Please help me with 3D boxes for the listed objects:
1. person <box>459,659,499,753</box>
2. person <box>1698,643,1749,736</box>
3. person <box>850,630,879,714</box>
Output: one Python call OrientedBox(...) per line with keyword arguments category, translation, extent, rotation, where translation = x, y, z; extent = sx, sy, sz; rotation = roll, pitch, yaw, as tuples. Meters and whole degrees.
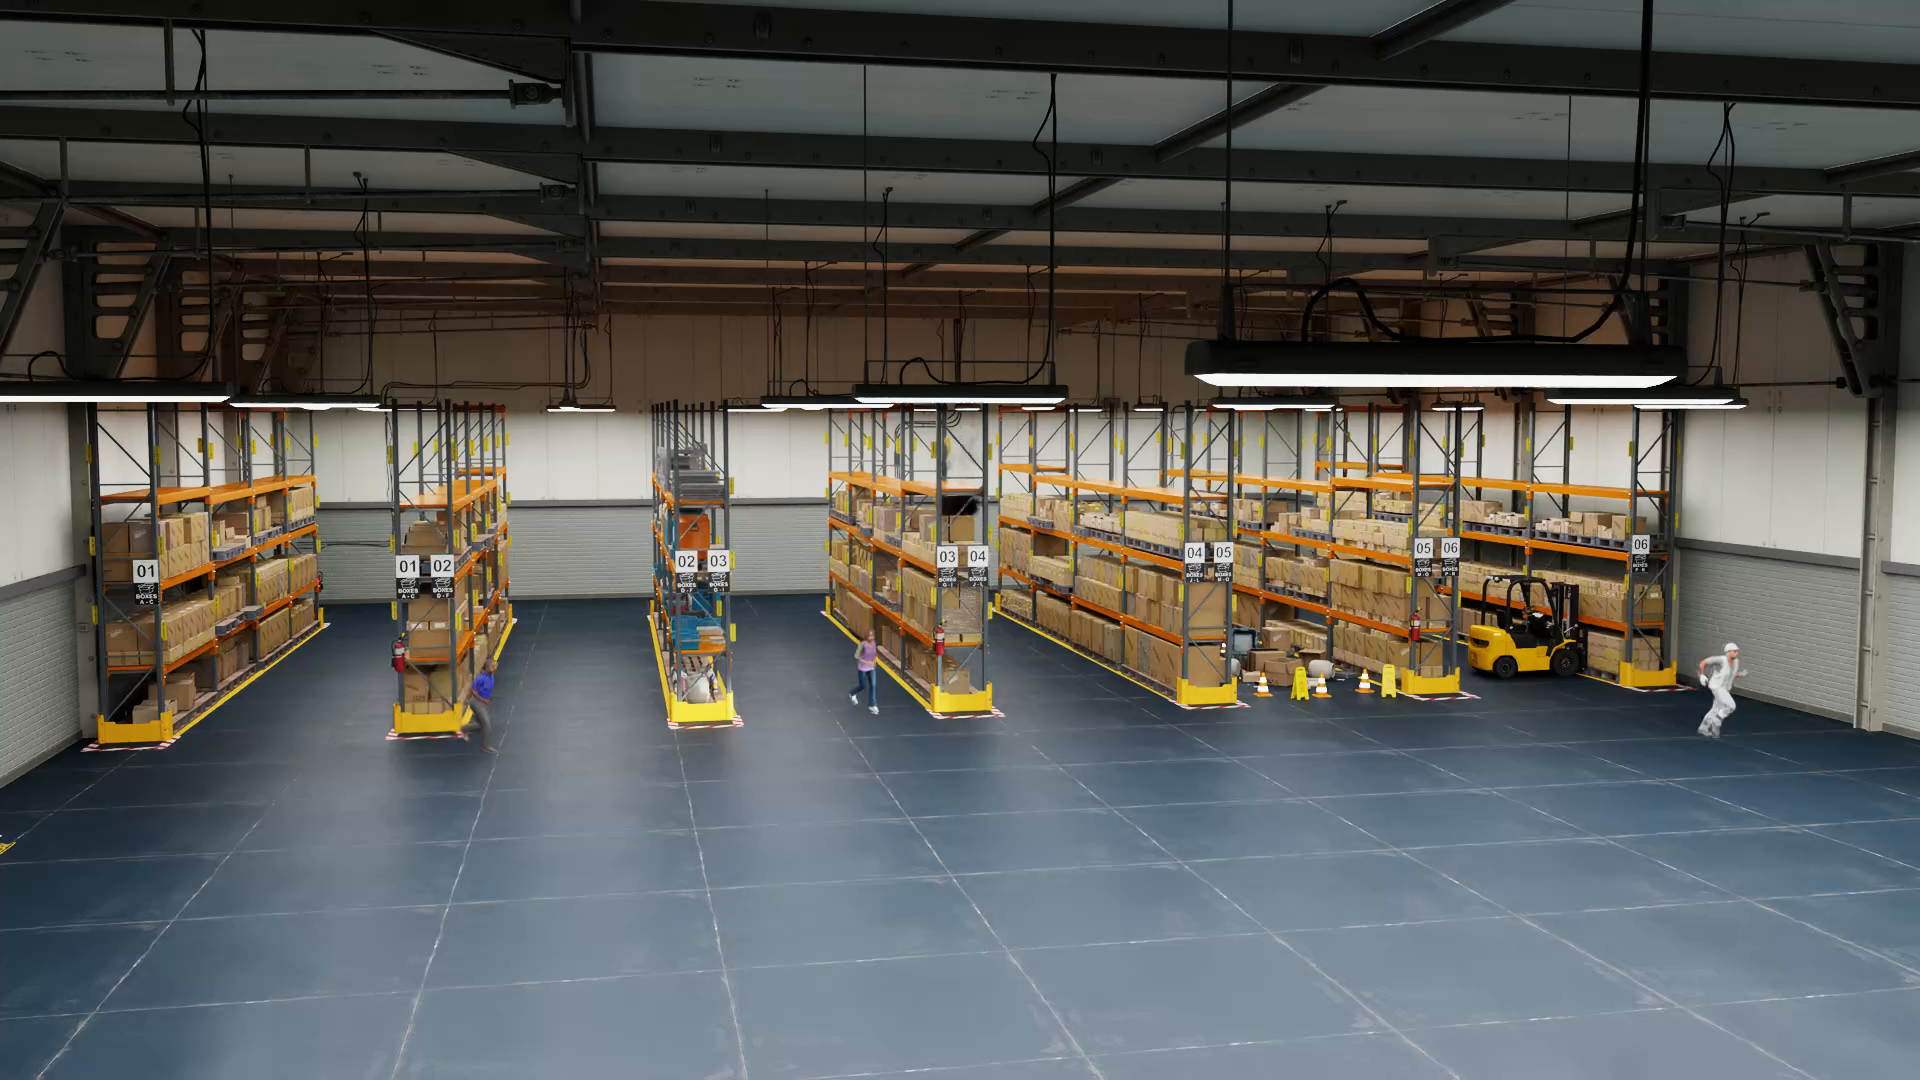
OrientedBox(category="person", translation=(-8.185, 2.814, 28.199), extent=(0.737, 1.607, 0.561), rotation=(2, 5, 20))
OrientedBox(category="person", translation=(13.416, 2.640, 29.266), extent=(0.643, 1.702, 0.877), rotation=(-3, 5, -31))
OrientedBox(category="person", translation=(-1.815, 2.513, 32.079), extent=(0.564, 1.592, 0.887), rotation=(-4, 6, -41))
